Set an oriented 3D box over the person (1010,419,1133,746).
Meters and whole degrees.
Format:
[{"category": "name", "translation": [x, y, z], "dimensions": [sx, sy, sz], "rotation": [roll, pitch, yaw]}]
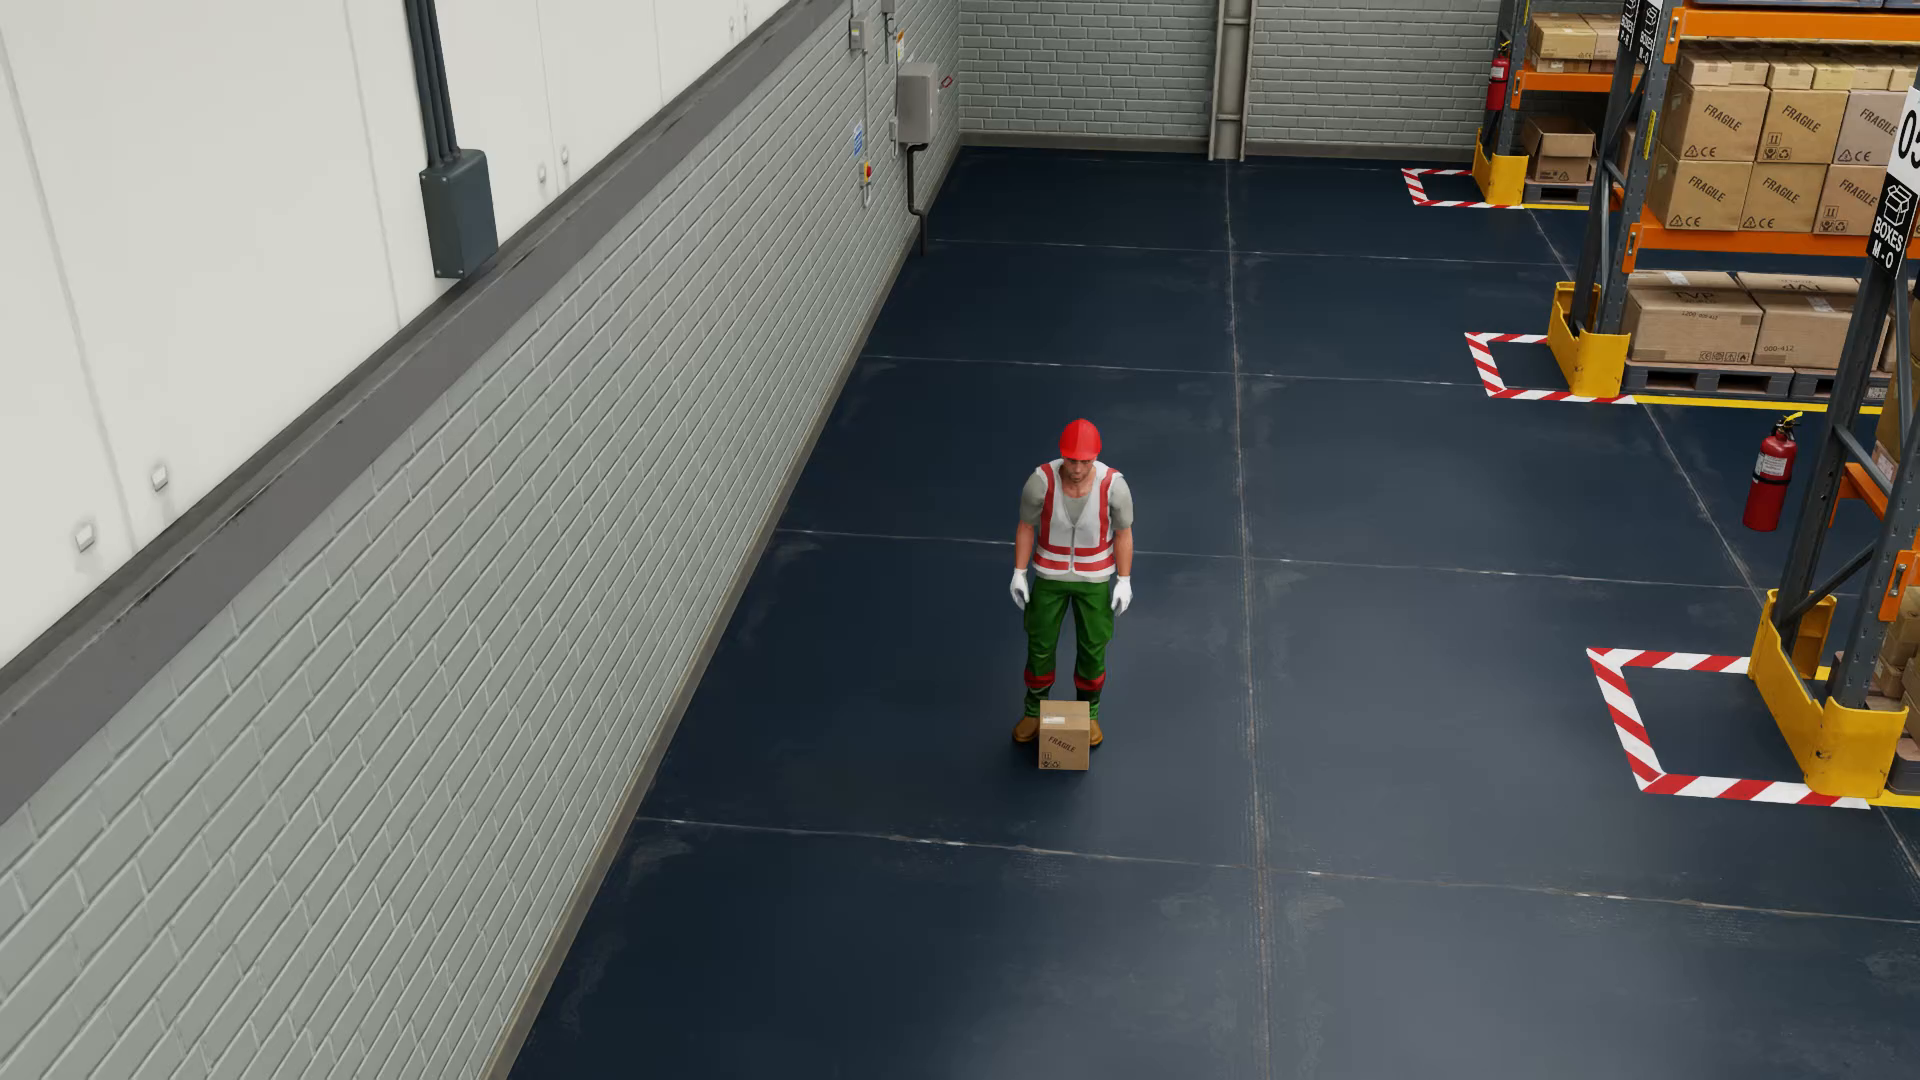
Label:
[{"category": "person", "translation": [0.551, 0.204, 8.224], "dimensions": [0.608, 1.780, 0.448], "rotation": [3, 28, 7]}]
